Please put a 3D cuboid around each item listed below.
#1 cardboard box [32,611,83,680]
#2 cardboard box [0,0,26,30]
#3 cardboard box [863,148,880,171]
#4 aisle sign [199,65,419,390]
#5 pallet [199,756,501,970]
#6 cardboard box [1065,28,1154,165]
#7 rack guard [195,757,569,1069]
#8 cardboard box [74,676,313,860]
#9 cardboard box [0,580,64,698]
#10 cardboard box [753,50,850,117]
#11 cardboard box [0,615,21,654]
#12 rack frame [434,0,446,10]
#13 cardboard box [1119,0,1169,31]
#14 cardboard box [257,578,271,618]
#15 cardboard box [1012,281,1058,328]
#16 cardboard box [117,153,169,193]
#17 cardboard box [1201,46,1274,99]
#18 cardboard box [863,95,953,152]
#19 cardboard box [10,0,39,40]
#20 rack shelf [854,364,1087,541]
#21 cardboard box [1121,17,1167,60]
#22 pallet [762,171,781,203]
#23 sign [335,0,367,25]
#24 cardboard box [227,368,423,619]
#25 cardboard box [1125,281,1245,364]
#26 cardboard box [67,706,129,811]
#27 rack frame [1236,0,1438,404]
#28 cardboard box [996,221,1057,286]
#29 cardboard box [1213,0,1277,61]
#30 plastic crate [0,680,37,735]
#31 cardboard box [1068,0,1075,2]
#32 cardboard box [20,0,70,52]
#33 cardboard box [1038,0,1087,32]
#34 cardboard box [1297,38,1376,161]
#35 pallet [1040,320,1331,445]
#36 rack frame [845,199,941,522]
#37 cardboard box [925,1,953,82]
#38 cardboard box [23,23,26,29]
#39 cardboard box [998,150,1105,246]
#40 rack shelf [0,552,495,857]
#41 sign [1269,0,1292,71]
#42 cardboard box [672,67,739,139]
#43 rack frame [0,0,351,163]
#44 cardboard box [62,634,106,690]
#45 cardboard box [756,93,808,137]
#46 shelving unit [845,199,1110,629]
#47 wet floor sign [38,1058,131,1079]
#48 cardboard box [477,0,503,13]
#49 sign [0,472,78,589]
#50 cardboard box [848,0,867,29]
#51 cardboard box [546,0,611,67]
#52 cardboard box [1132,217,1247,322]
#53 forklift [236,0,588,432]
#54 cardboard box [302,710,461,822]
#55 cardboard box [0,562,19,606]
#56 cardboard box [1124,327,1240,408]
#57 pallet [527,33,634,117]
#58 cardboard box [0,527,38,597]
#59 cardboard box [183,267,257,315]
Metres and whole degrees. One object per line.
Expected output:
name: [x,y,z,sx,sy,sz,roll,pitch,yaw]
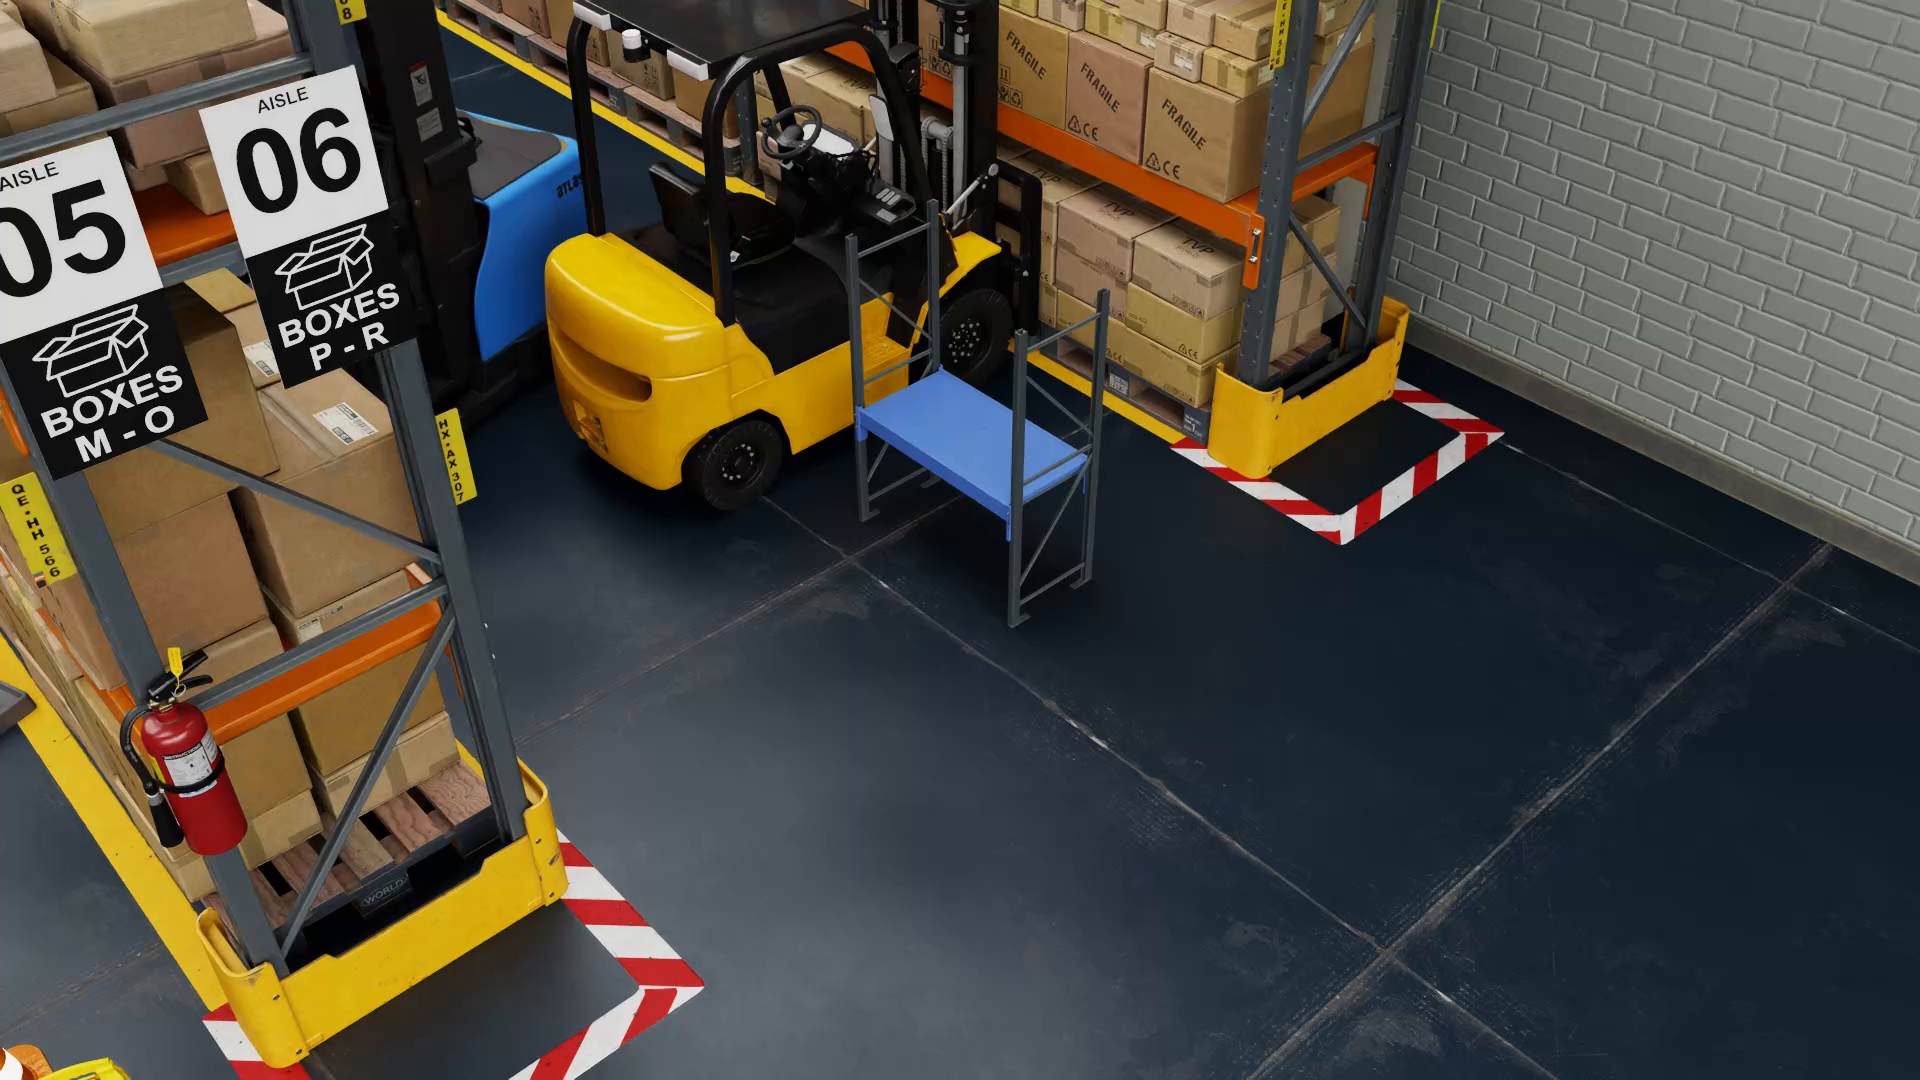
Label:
cardboard box: [-2.951,0.286,5.750,0.380,0.149,0.250,-29,47,-31]
cardboard box: [-2.511,-1.221,4.053,0.380,0.149,0.250,-29,47,-31]
cardboard box: [-0.197,-2.100,9.420,0.500,0.250,0.500,-30,48,-32]
aisle sign: [-1.649,-0.789,4.271,0.394,0.787,0.004,-30,48,-32]
pallet: [-2.494,0.984,6.364,1.003,0.211,1.213,-30,48,-32]
cardboard box: [0.864,-2.185,7.989,0.500,0.500,0.500,-28,47,-31]
rack guard: [-1.970,1.262,5.789,1.175,0.500,0.348,-30,48,-32]
cardboard box: [-2.653,0.680,5.778,0.500,0.500,0.500,-30,47,-31]
cardboard box: [-3.345,0.203,6.368,0.500,0.500,0.500,-31,48,-33]
cardboard box: [-0.875,-2.763,9.842,0.500,0.250,0.500,-31,48,-32]
cardboard box: [-3.694,0.255,6.901,0.500,0.250,0.500,-31,48,-32]
rack frame: [-3.676,-5.488,12.158,1.000,3.000,0.127,-30,48,-32]
cardboard box: [0.950,-2.480,7.600,0.380,0.149,0.250,-29,47,-31]
cardboard box: [-2.178,0.067,5.480,0.380,0.149,0.250,-29,47,-31]
cardboard box: [0.523,-1.432,8.990,0.500,0.250,0.500,-29,47,-31]
cardboard box: [-2.148,-1.119,4.561,0.380,0.149,0.250,-32,48,-33]
cardboard box: [1.294,-2.119,7.390,0.380,0.149,0.250,-29,47,-31]
cardboard box: [-0.191,-2.296,9.264,0.500,0.250,0.500,-28,47,-30]
cardboard box: [-2.396,-1.482,4.693,0.500,0.250,0.500,-31,48,-32]
rack shelf: [0.058,-0.404,7.343,0.538,0.185,1.000,-30,48,-32]
cardboard box: [0.969,-2.370,7.702,0.380,0.149,0.250,-29,47,-31]
pallet: [-0.464,-2.167,10.264,1.003,0.211,1.213,-30,48,-32]
sign: [-1.520,-1.412,4.029,0.100,0.325,0.005,-30,48,-32]
cardboard box: [-2.035,-0.167,5.253,0.500,0.500,0.500,-31,48,-32]
cardboard box: [1.175,-1.167,8.263,0.500,0.250,0.500,-31,48,-32]
cardboard box: [-3.008,0.729,6.315,0.500,0.250,0.500,-30,48,-32]
rack frame: [1.735,-1.786,7.574,1.000,3.000,0.127,-30,48,-32]
cardboard box: [0.479,-1.633,8.841,0.500,0.250,0.500,-31,48,-33]
cardboard box: [1.337,-2.269,7.340,0.380,0.149,0.250,-30,48,-32]
plastic crate: [-4.167,0.685,6.838,0.583,0.080,0.402,18,42,21]
cardboard box: [0.579,-2.700,7.873,0.380,0.149,0.250,-29,47,-31]
cardboard box: [-2.191,-1.415,4.293,0.380,0.149,0.250,-30,48,-32]
cardboard box: [0.594,-2.593,7.978,0.380,0.149,0.250,-32,49,-33]
cardboard box: [1.604,-2.172,7.973,0.500,0.500,0.500,-28,47,-30]
pallet: [1.187,-1.037,8.866,1.003,0.211,1.213,-30,48,-32]
rack frame: [-0.286,-0.779,7.521,0.500,1.500,0.032,-30,48,-32]
cardboard box: [0.169,-2.650,8.564,0.500,0.500,0.500,-30,47,-31]
cardboard box: [-2.793,-1.261,4.419,0.500,0.250,0.500,-31,48,-32]
cardboard box: [0.495,-1.812,8.665,0.500,0.250,0.500,-29,47,-31]
rack shelf: [-3.272,-0.321,6.332,1.077,0.370,4.000,-30,48,-32]
sign: [1.326,-2.104,6.858,0.100,0.325,0.005,-30,48,-32]
cardboard box: [-1.332,-3.113,10.773,0.875,0.625,0.625,-28,46,-30]
rack frame: [-1.919,-2.009,3.075,1.000,3.000,0.127,-30,48,-32]
cardboard box: [-2.583,0.271,5.228,0.380,0.149,0.250,-31,48,-32]
cardboard box: [-0.871,-2.570,10.001,0.500,0.250,0.500,-30,48,-32]
shelving unit: [0.058,-0.544,7.230,0.538,1.500,1.048,-30,48,-32]
wet floor sign: [-2.579,1.784,5.028,0.267,0.644,0.232,-15,41,-17]
cardboard box: [-3.264,-4.433,12.408,0.875,0.625,0.625,-28,47,-30]
sign: [-2.341,-0.022,4.216,0.100,0.325,0.005,-30,48,-32]
cardboard box: [-0.498,-3.126,9.153,0.500,0.500,0.500,-29,47,-31]
cardboard box: [-2.361,-3.823,11.652,0.875,0.625,0.625,-32,49,-33]
cardboard box: [1.193,-1.349,8.092,0.500,0.250,0.500,-28,47,-30]
forklift: [-3.056,-1.691,7.511,1.130,2.935,3.031,18,42,21]
cardboard box: [-2.261,0.741,6.300,0.500,0.250,0.500,-30,48,-32]
cardboard box: [-3.295,0.046,6.047,0.380,0.149,0.250,-28,47,-30]
cardboard box: [1.184,-0.963,8.409,0.500,0.250,0.500,-30,47,-31]
pallet: [-2.327,-3.442,11.843,1.003,0.211,1.213,-30,48,-32]
cardboard box: [-2.824,-0.197,5.291,0.500,0.500,0.500,-30,48,-32]
cardboard box: [-2.733,-0.640,5.839,0.500,0.500,0.500,-31,48,-33]
